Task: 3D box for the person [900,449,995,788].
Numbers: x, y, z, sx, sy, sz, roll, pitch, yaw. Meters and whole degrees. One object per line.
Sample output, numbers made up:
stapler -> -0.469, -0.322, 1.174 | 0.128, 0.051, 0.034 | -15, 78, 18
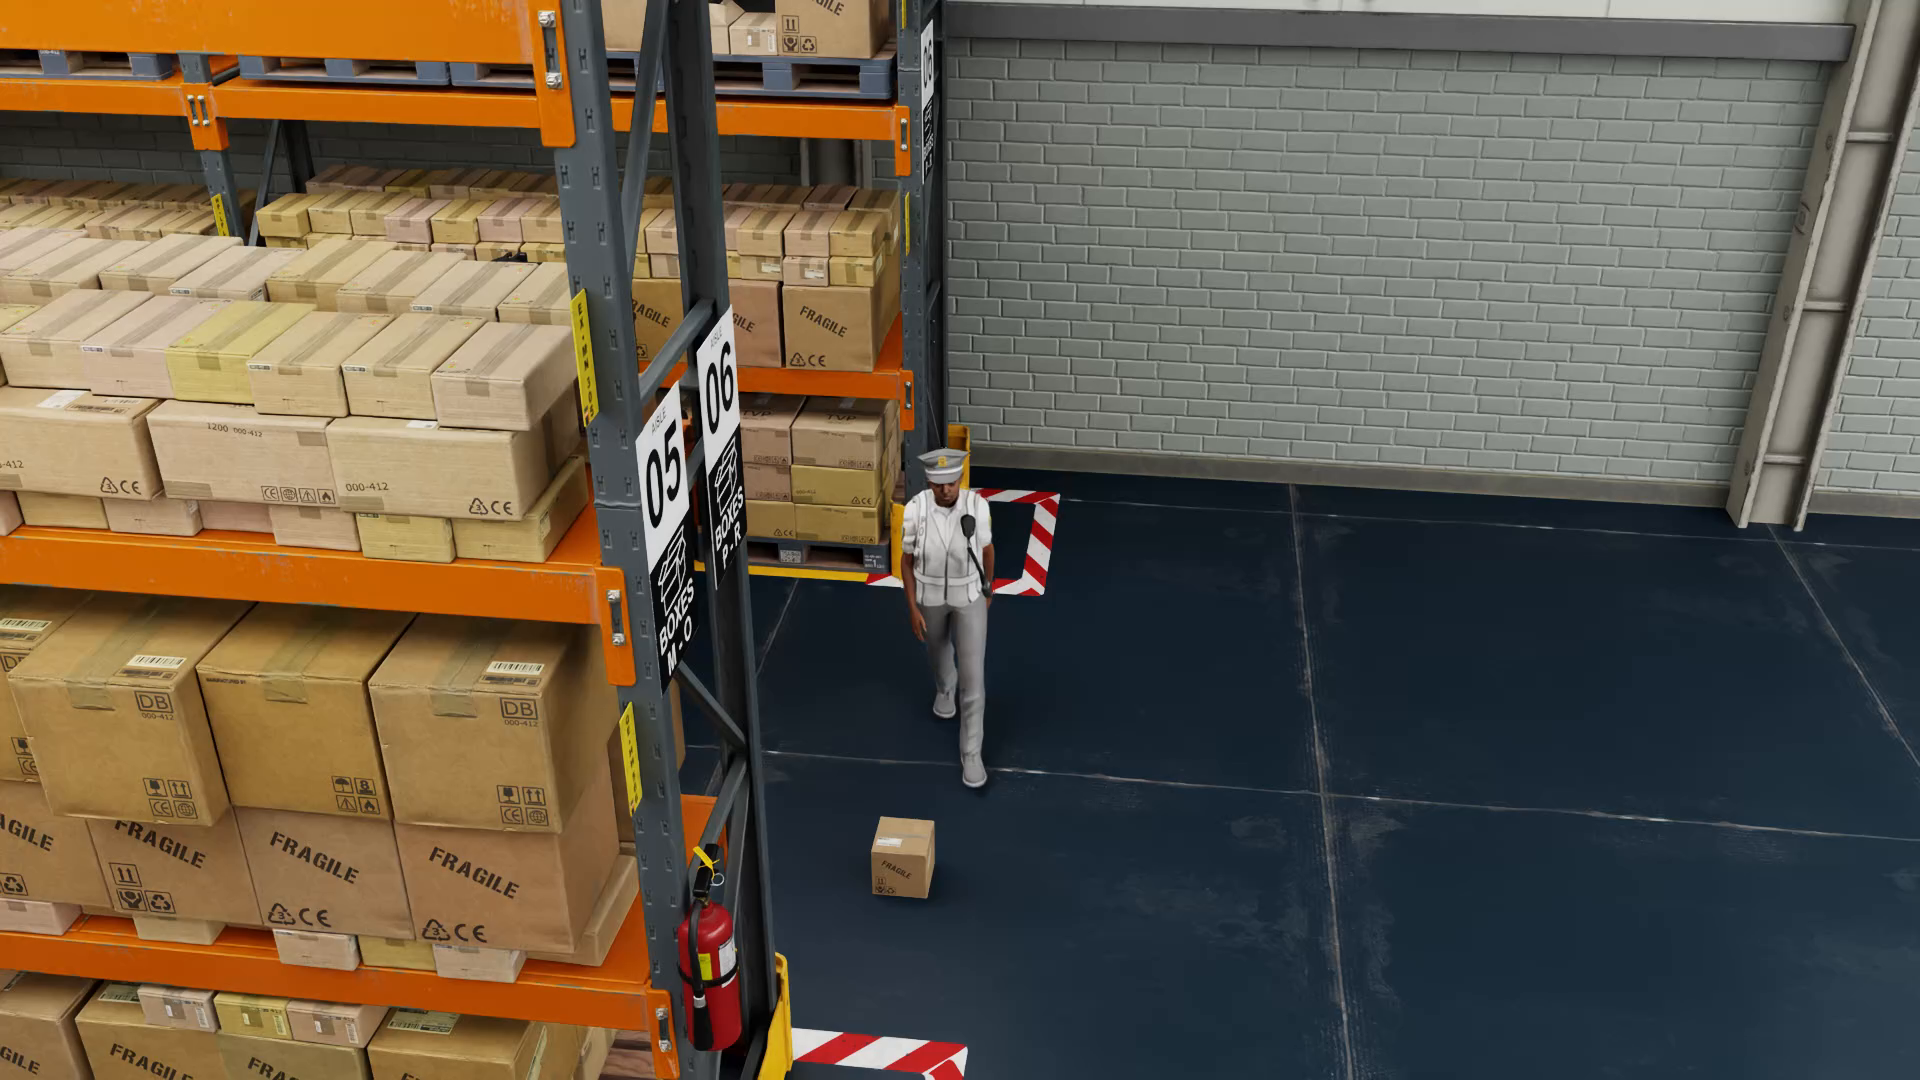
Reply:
person -> -0.059, 0.295, 8.131 | 0.463, 1.642, 0.893 | 3, 29, 6
